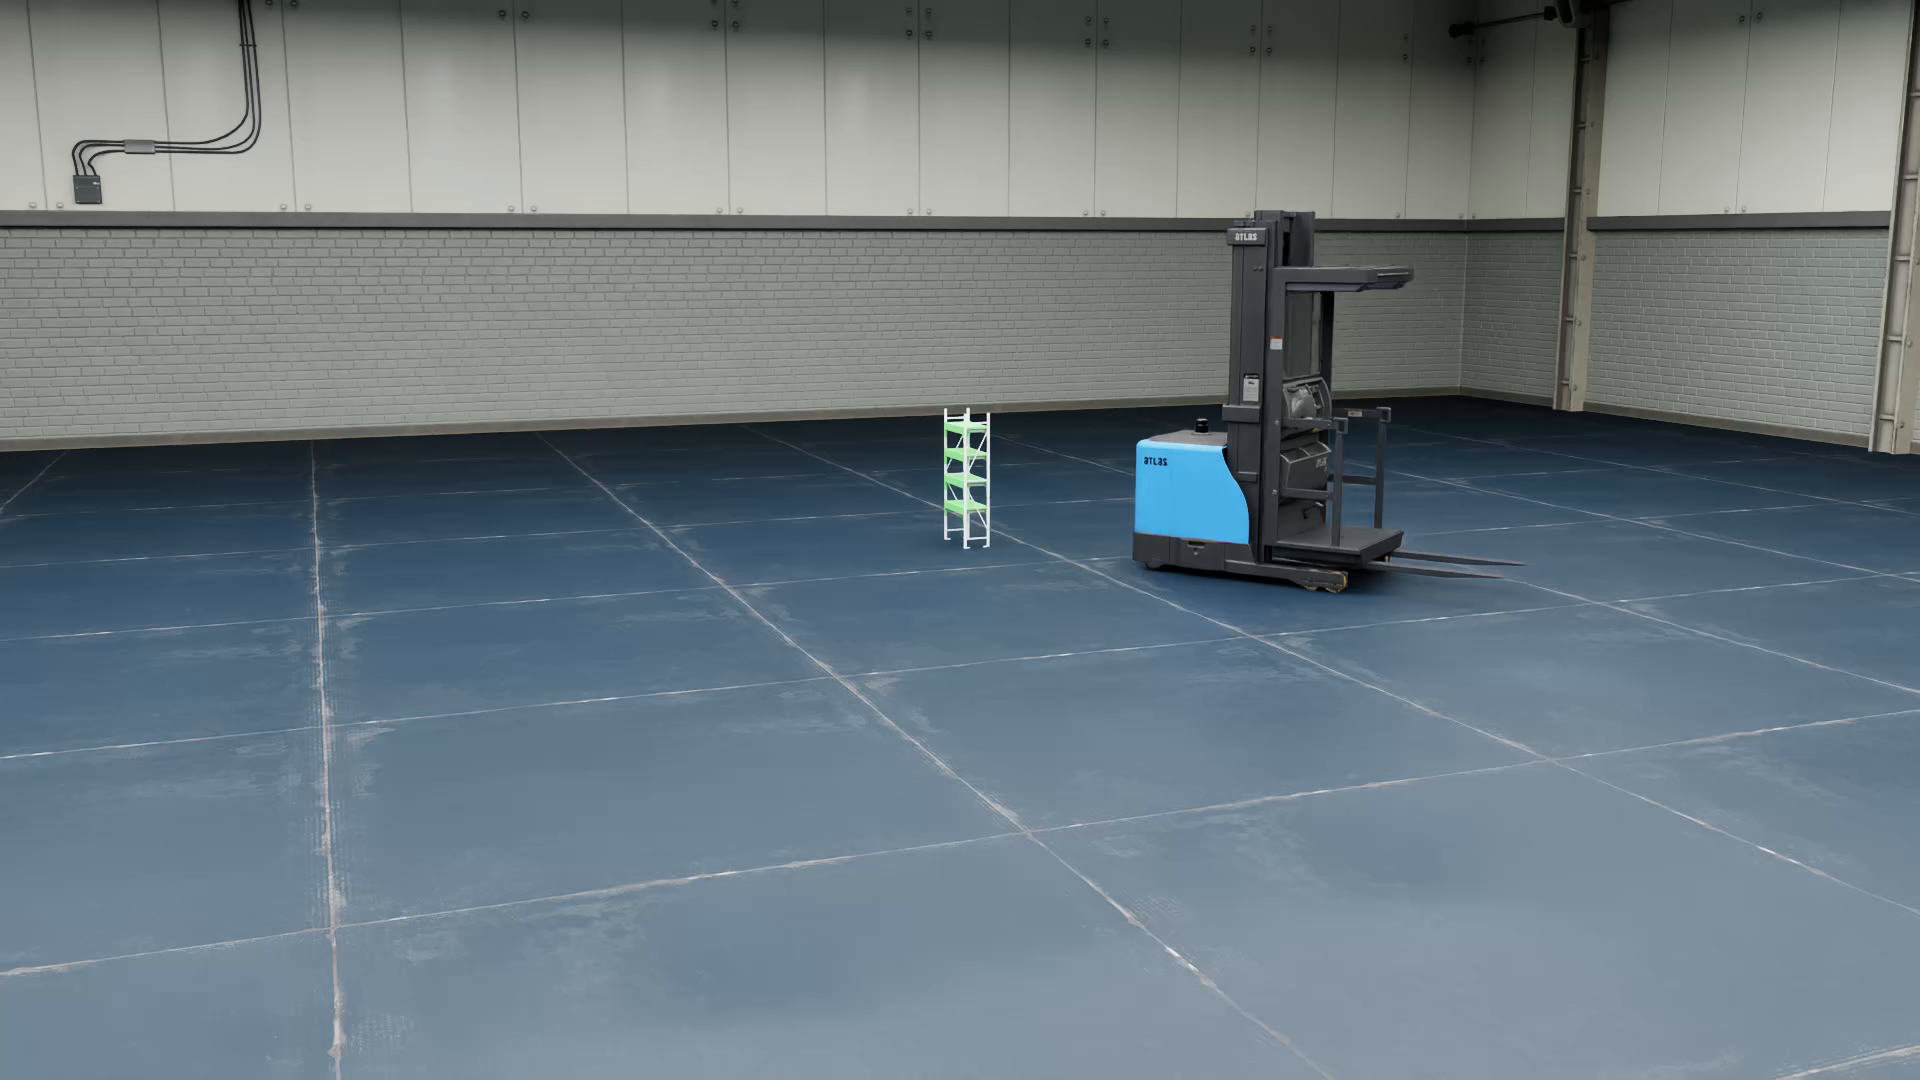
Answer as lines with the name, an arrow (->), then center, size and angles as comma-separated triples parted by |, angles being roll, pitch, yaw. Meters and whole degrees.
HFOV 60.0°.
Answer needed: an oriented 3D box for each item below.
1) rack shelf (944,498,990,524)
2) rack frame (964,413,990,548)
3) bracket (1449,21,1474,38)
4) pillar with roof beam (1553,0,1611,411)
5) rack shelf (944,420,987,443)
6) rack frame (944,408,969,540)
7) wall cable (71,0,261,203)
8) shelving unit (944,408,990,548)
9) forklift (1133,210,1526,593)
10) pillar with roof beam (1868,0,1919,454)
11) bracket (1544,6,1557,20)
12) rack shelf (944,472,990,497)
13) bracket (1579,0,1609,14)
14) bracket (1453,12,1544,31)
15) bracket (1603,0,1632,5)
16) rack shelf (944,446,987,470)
rack shelf -> 0.060, -0.265, 15.046 | 0.258, 0.148, 0.480 | -4, 11, -21
rack frame -> 0.148, -0.524, 14.769 | 0.240, 1.200, 0.015 | -4, 11, -21
bracket -> 8.616, -8.762, 28.533 | 0.235, 0.232, 0.430 | -4, 11, -21
pillar with roof beam -> 5.943, -6.284, 24.884 | 9.100, 9.000, 0.548 | -4, 11, -21
rack shelf -> 0.060, -0.973, 14.920 | 0.258, 0.148, 0.480 | -4, 11, -21
rack frame -> -0.028, -0.604, 15.217 | 0.240, 1.200, 0.015 | -4, 11, -21
wall cable -> -10.384, -7.397, 21.431 | 2.305, 6.003, 0.169 | -4, 11, -21
shelving unit -> 0.060, -0.564, 14.993 | 0.258, 1.200, 0.503 | -4, 11, -21
forklift -> 2.961, -1.137, 13.272 | 3.031, 2.935, 1.130 | 6, 12, 32
pillar with roof beam -> 8.118, -5.305, 19.378 | 9.100, 9.000, 0.400 | -4, 11, -21
bracket -> 9.475, -8.375, 26.358 | 0.235, 0.232, 0.430 | -4, 11, -21
rack shelf -> 0.060, -0.501, 15.004 | 0.258, 0.148, 0.480 | -4, 11, -21
bracket -> 9.775, -8.239, 25.597 | 0.235, 0.232, 0.430 | -4, 11, -21
bracket -> 8.830, -8.665, 27.991 | 0.076, 0.066, 3.189 | -4, 11, -21
bracket -> 10.709, -7.819, 23.232 | 0.076, 0.066, 4.783 | -4, 11, -21
rack shelf -> 0.060, -0.737, 14.962 | 0.258, 0.148, 0.480 | -4, 11, -21
